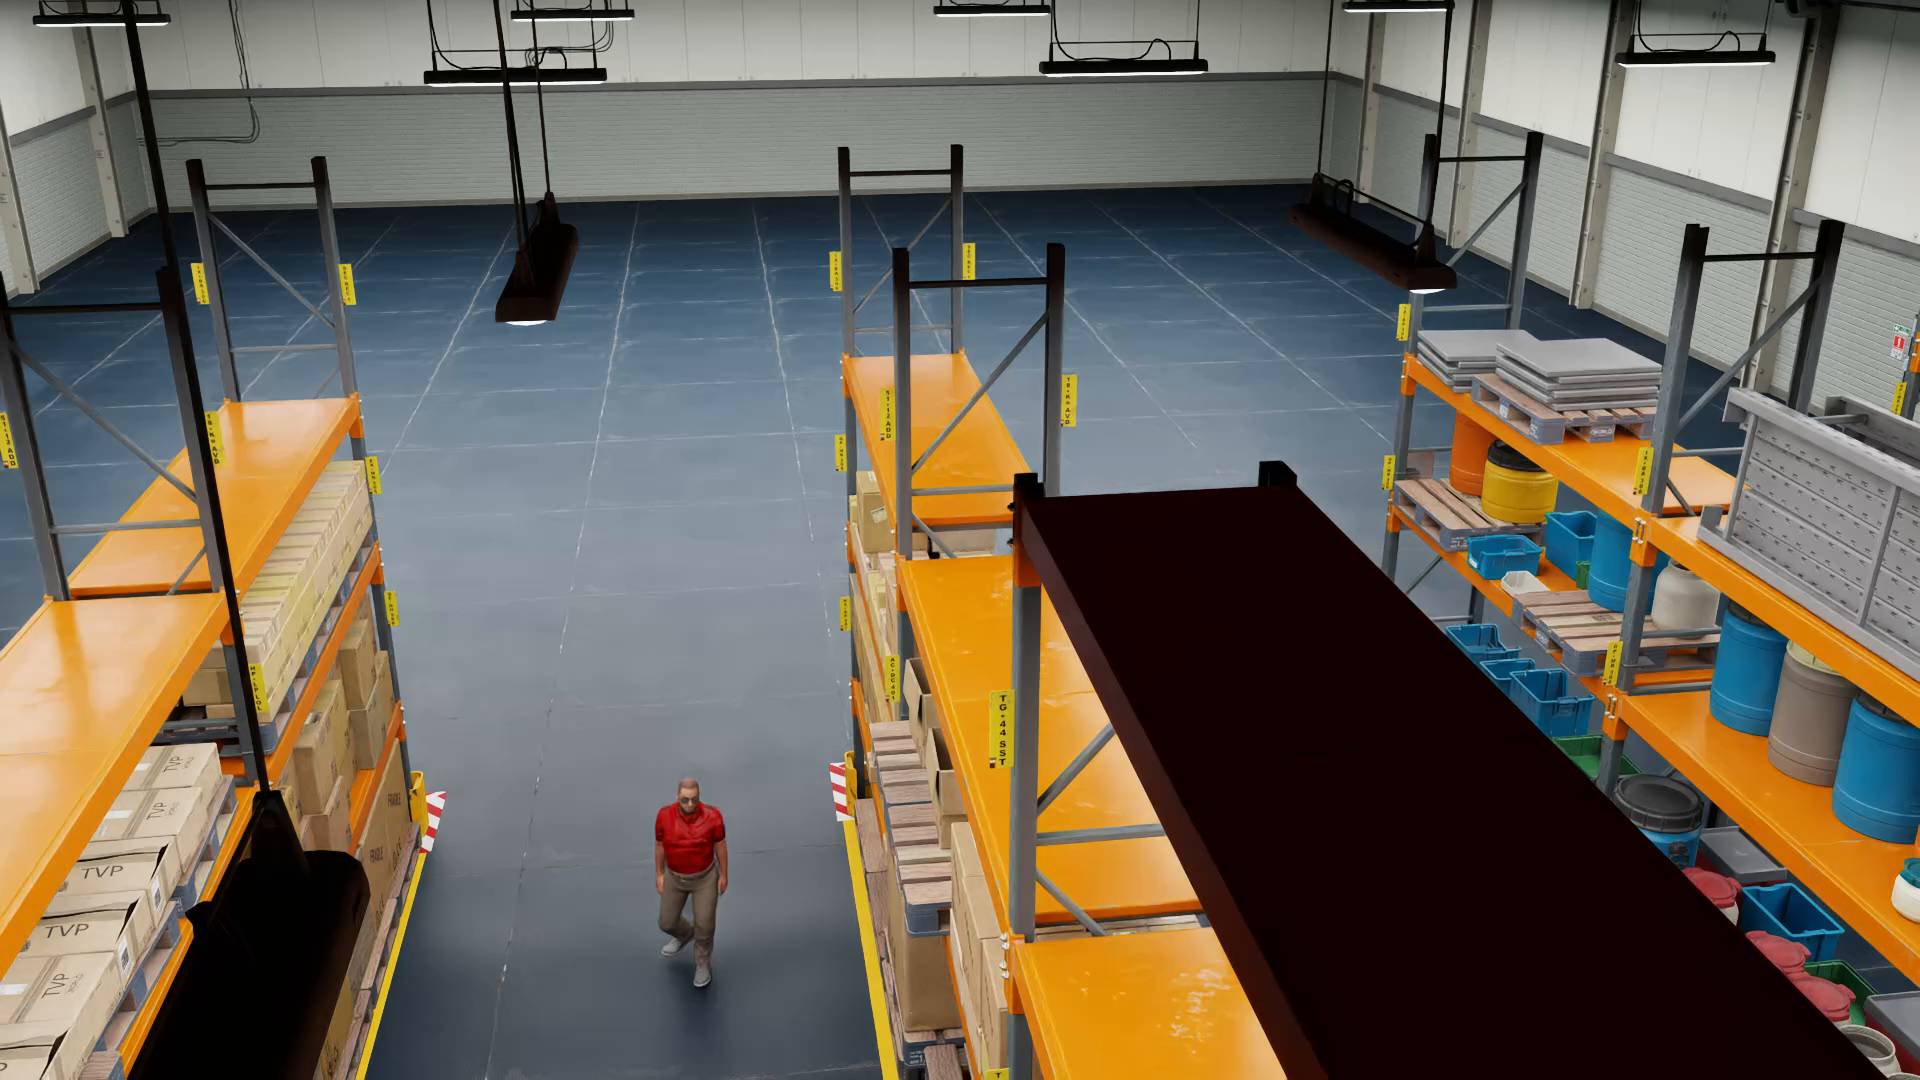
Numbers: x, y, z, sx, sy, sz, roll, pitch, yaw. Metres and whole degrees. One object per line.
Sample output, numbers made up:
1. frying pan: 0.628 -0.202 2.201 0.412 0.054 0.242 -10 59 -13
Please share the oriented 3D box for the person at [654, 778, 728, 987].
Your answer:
1. person: -2.077 2.574 12.816 0.585 1.723 0.562 0 22 0
